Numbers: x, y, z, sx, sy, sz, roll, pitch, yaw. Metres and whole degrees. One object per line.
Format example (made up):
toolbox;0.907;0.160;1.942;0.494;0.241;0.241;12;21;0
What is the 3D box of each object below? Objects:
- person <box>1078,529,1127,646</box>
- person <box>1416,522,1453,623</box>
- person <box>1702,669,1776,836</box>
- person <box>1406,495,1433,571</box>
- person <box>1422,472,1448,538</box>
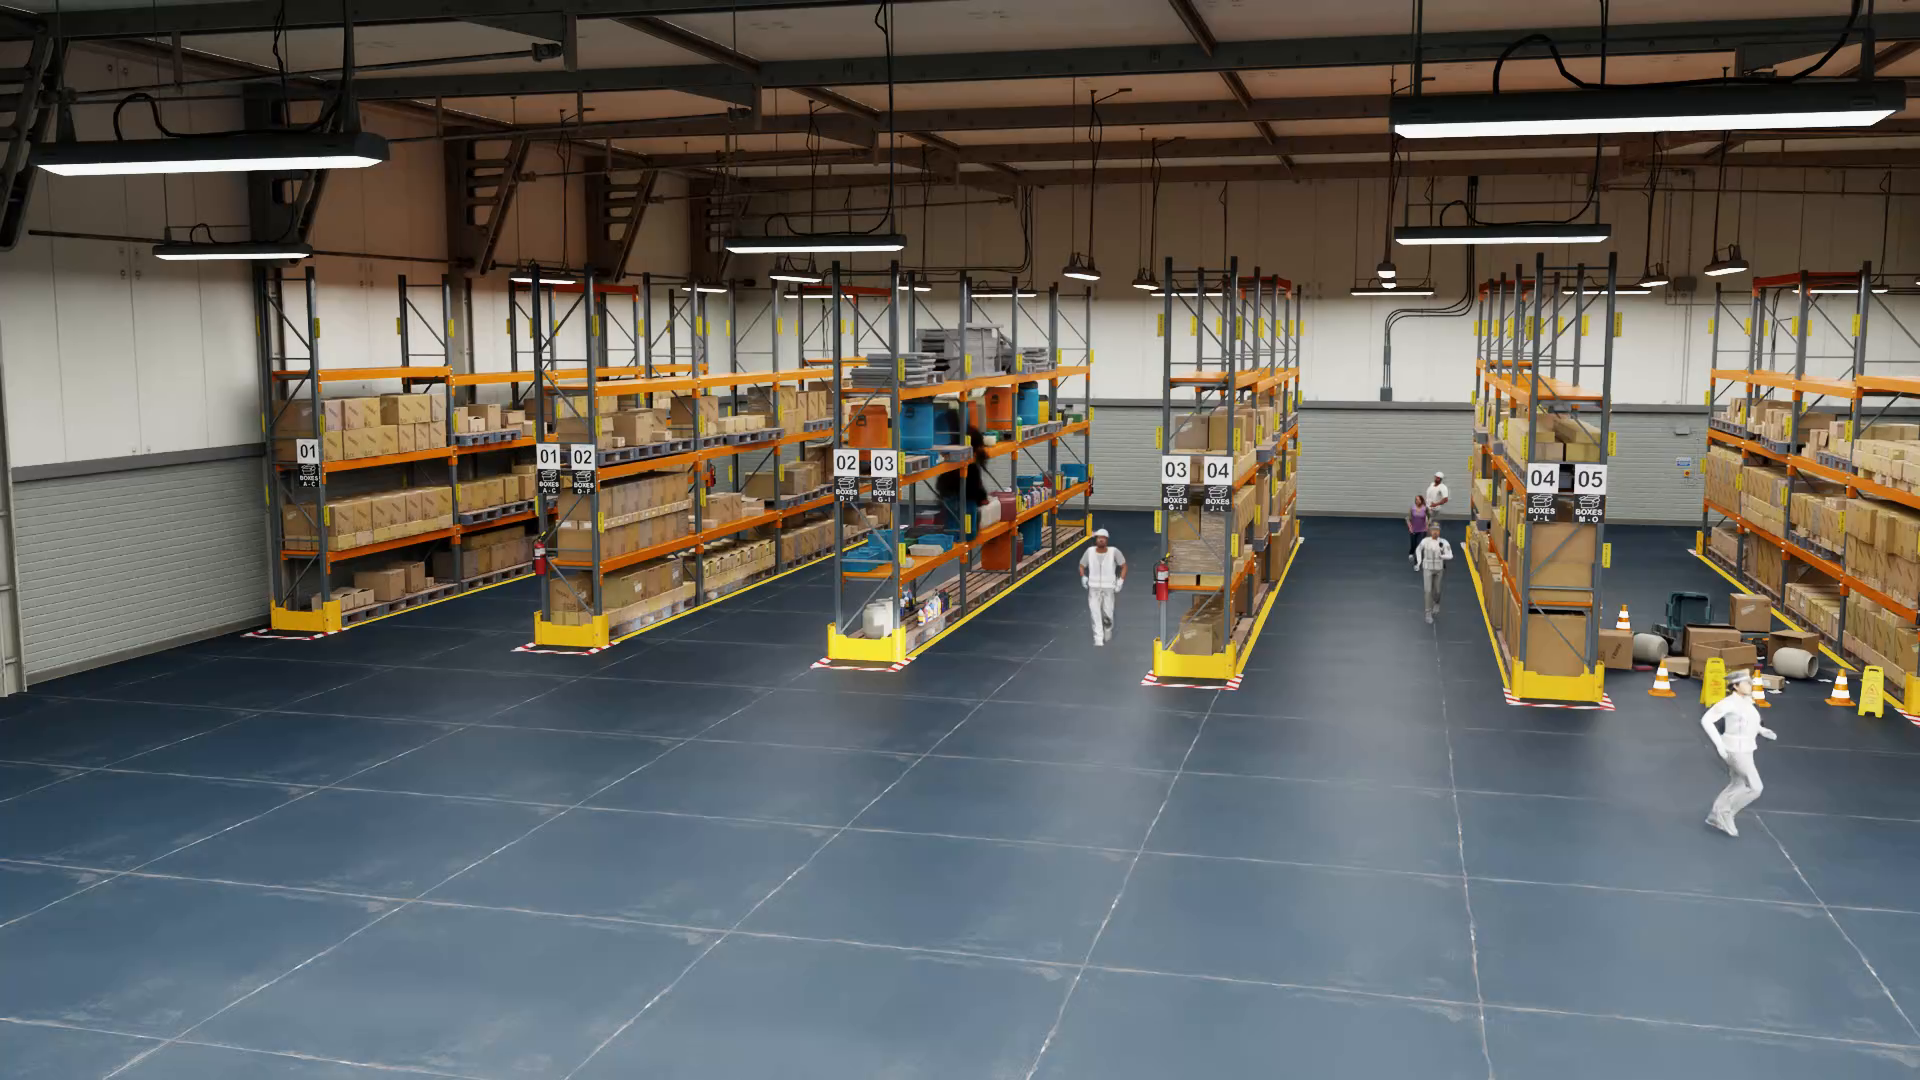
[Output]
person;2.123;0.700;24.843;0.730;1.750;0.571;1;7;11
person;8.145;0.520;28.592;0.610;1.686;0.936;2;7;14
person;7.717;2.092;16.394;0.593;1.670;0.615;-6;9;-40
person;9.604;-0.169;34.797;0.537;1.578;0.598;2;8;15
person;10.997;-0.759;38.837;0.536;1.690;0.743;-3;8;-20
